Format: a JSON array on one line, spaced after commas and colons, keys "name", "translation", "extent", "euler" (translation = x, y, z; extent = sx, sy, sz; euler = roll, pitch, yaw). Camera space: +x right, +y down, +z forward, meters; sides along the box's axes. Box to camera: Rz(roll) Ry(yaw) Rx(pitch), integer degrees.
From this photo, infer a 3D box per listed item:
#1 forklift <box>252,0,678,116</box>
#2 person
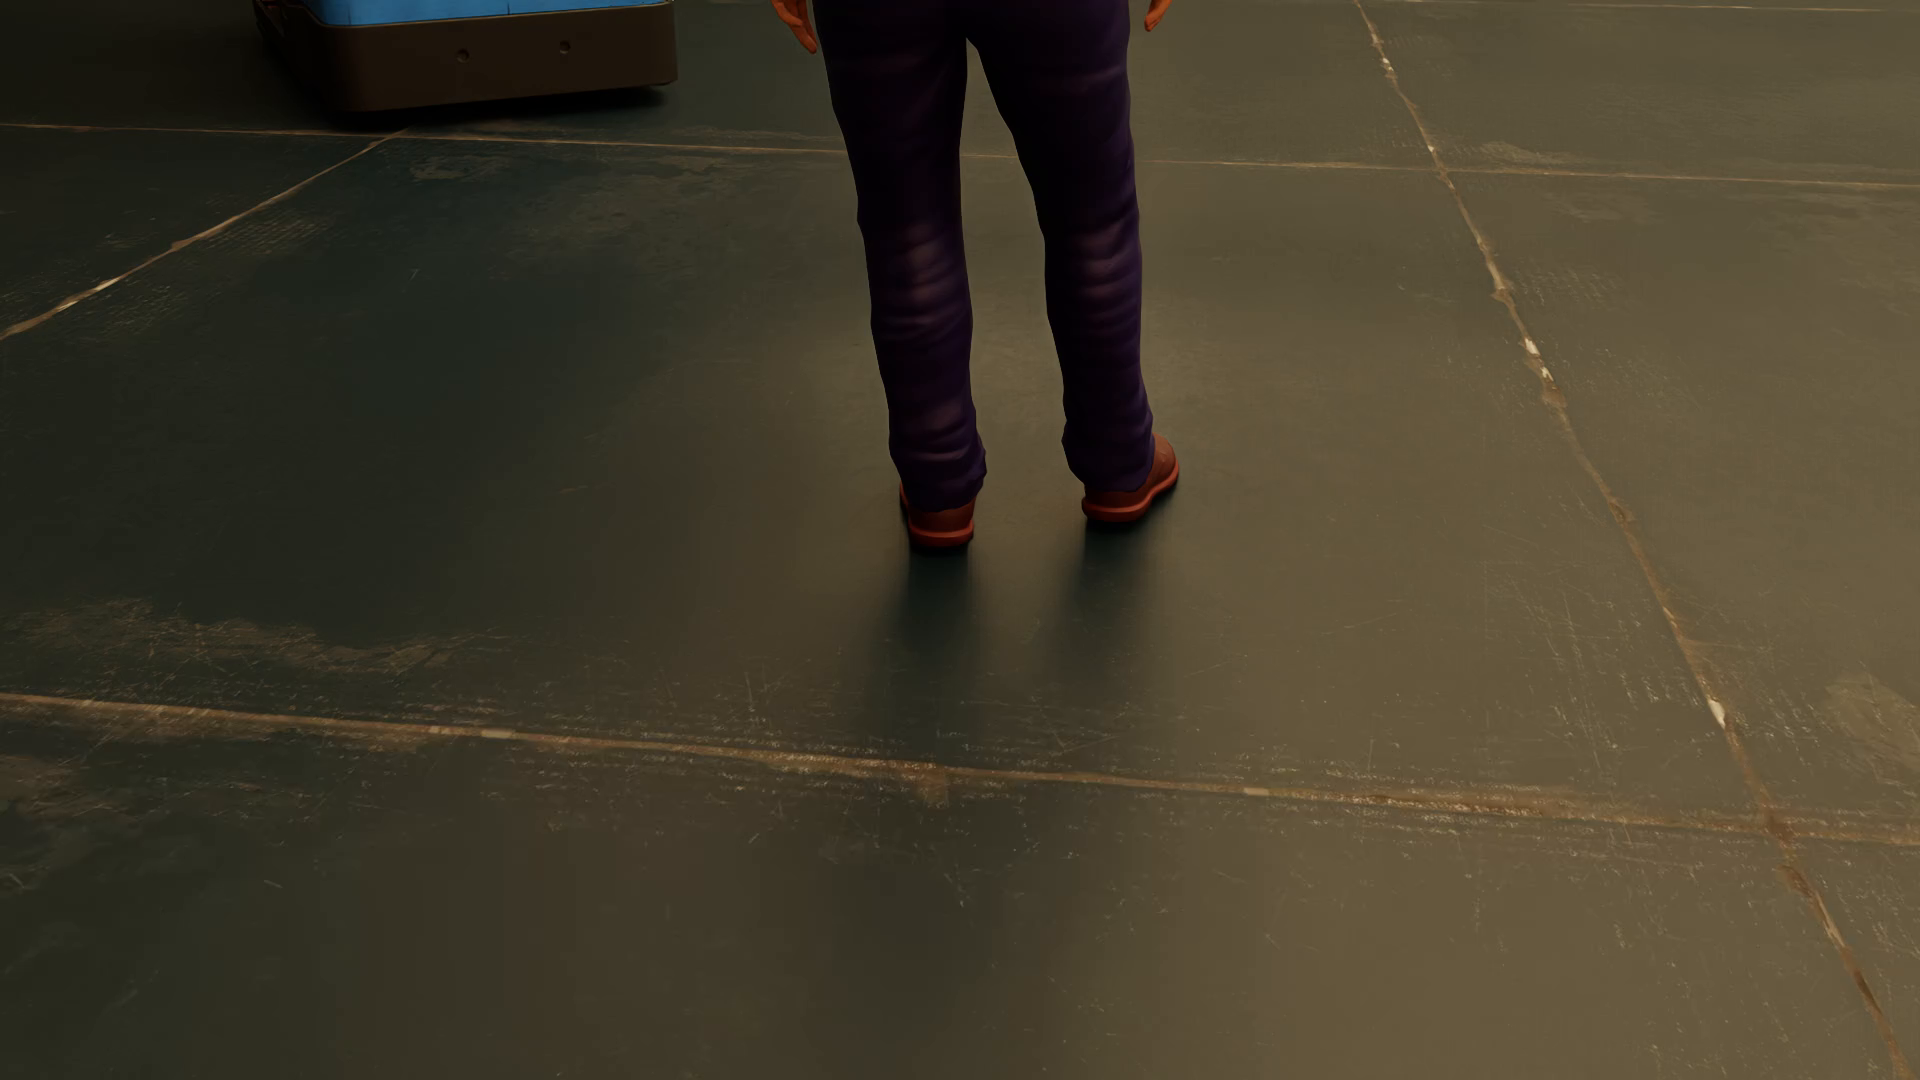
[{"name": "forklift", "translation": [-2.001, -3.183, 5.597], "extent": [1.130, 2.935, 3.031], "euler": [-13, 29, -24]}, {"name": "person", "translation": [0.041, -0.782, 2.204], "extent": [0.585, 1.651, 0.503], "euler": [3, 27, 7]}]
